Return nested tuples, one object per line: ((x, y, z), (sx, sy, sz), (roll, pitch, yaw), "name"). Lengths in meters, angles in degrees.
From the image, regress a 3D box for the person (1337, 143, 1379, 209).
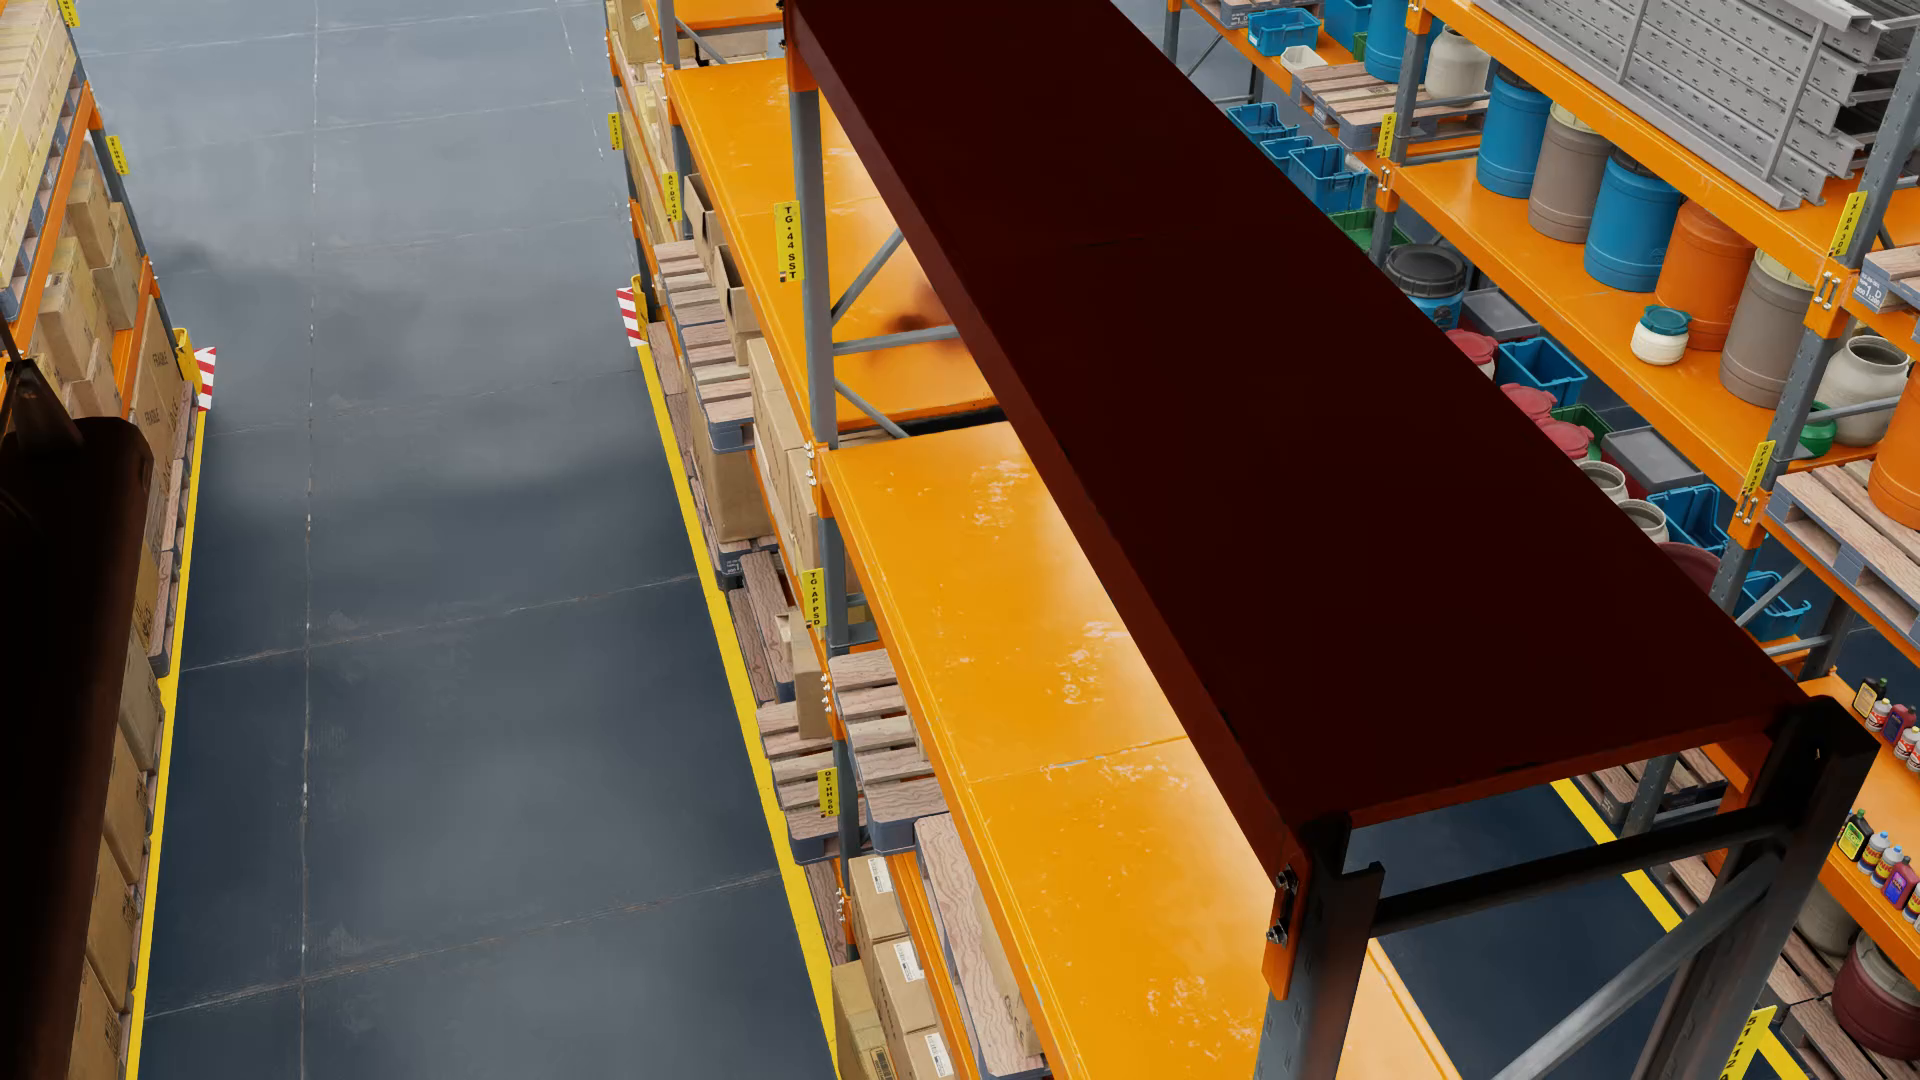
((3.890, -3.613, 15.917), (0.711, 1.741, 0.951), (-11, 40, -14), "person")
